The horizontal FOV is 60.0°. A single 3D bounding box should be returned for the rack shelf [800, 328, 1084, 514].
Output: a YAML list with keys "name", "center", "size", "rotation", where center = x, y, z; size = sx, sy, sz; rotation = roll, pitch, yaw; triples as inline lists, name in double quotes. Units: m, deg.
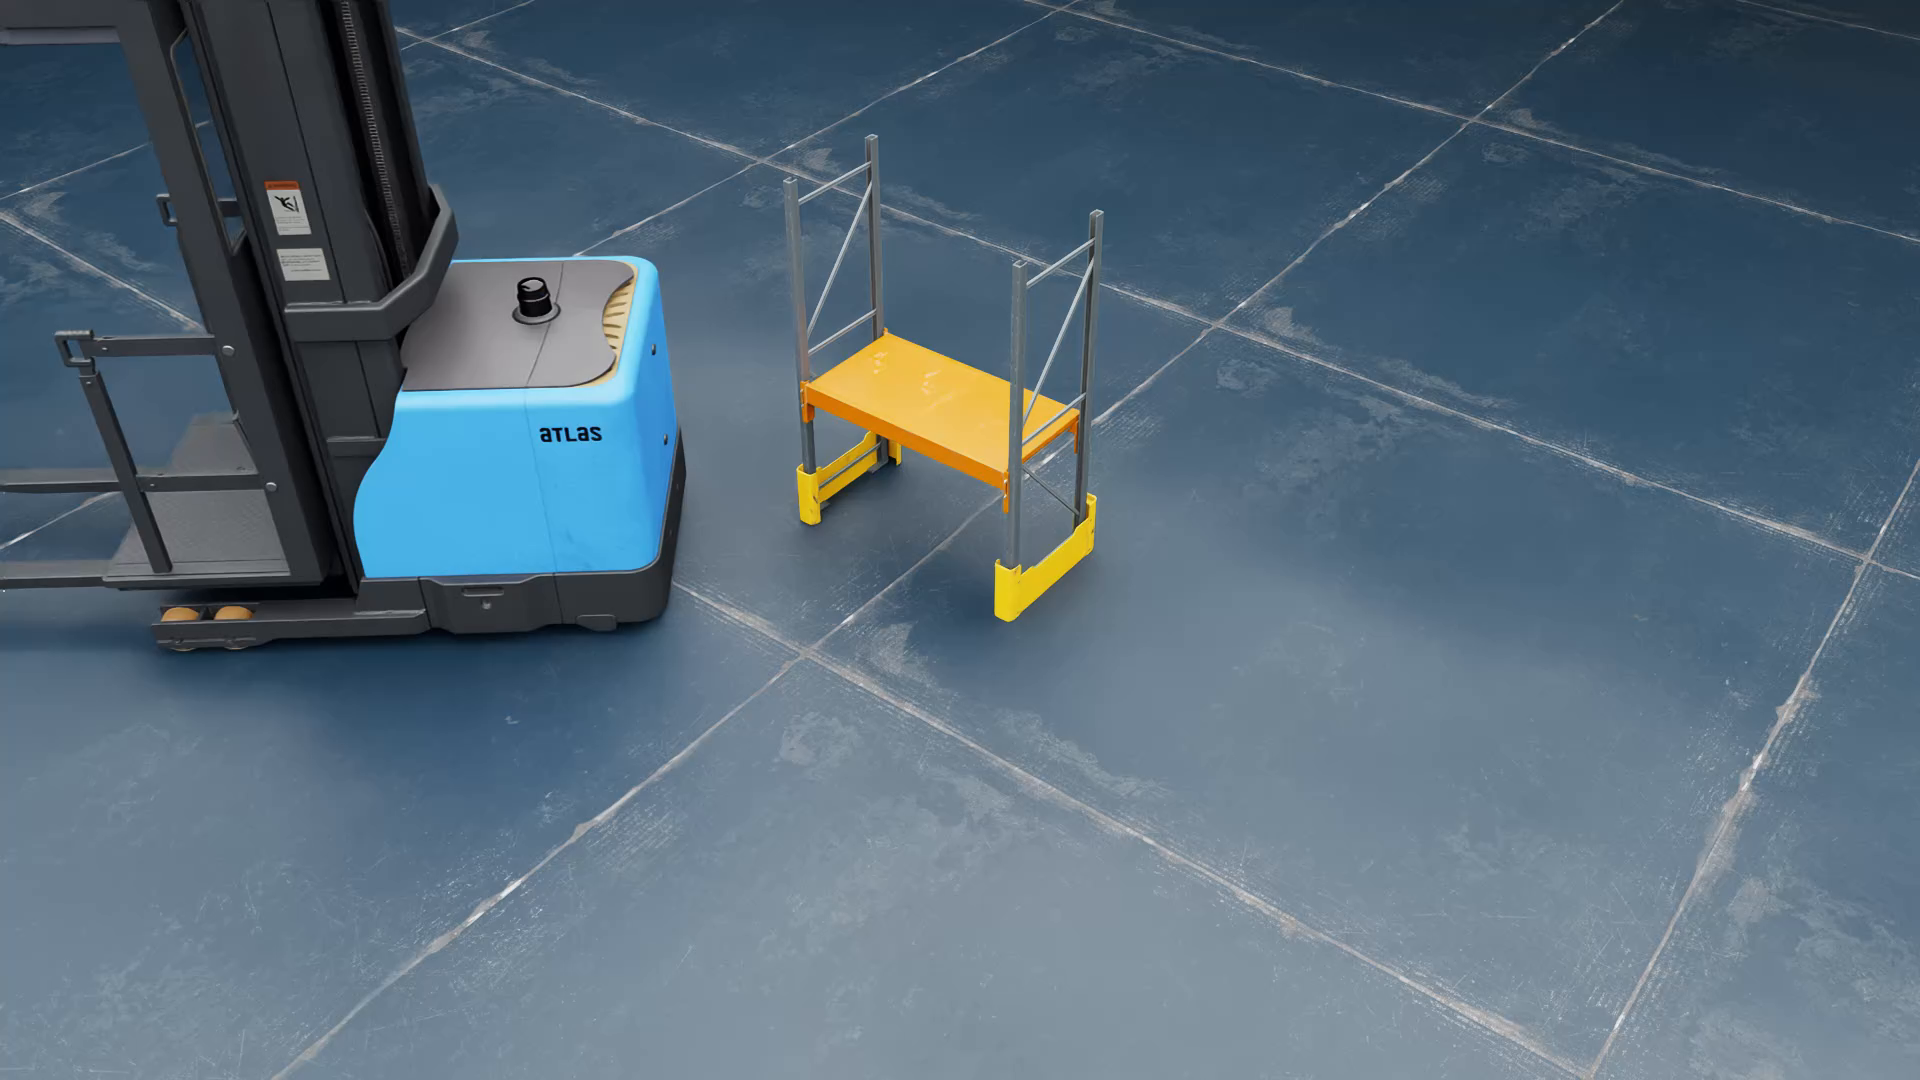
- name: "rack shelf"
  center: [-0.068, -0.481, 6.439]
  size: [1.000, 0.185, 0.538]
  rotation: [25, 45, 29]

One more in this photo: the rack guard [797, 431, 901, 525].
- name: "rack guard"
  center: [-0.456, -0.313, 6.948]
  size: [0.087, 0.250, 0.587]
  rotation: [25, 45, 29]

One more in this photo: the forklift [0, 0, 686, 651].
- name: "forklift"
  center: [-2.644, -1.073, 5.743]
  size: [3.031, 2.935, 1.130]
  rotation: [-2, 38, -2]

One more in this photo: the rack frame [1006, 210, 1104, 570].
- name: "rack frame"
  center: [0.336, -0.432, 6.085]
  size: [0.032, 1.500, 0.500]
  rotation: [25, 45, 29]

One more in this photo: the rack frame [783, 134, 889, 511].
- name: "rack frame"
  center: [-0.472, -0.813, 6.572]
  size: [0.032, 1.500, 0.500]
  rotation: [25, 45, 29]

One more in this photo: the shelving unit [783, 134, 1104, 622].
- name: "shelving unit"
  center: [-0.061, -0.619, 6.324]
  size: [1.083, 1.500, 0.587]
  rotation: [25, 45, 29]

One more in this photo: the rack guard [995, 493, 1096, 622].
- name: "rack guard"
  center: [0.335, 0.060, 6.471]
  size: [0.087, 0.250, 0.587]
  rotation: [25, 45, 29]
